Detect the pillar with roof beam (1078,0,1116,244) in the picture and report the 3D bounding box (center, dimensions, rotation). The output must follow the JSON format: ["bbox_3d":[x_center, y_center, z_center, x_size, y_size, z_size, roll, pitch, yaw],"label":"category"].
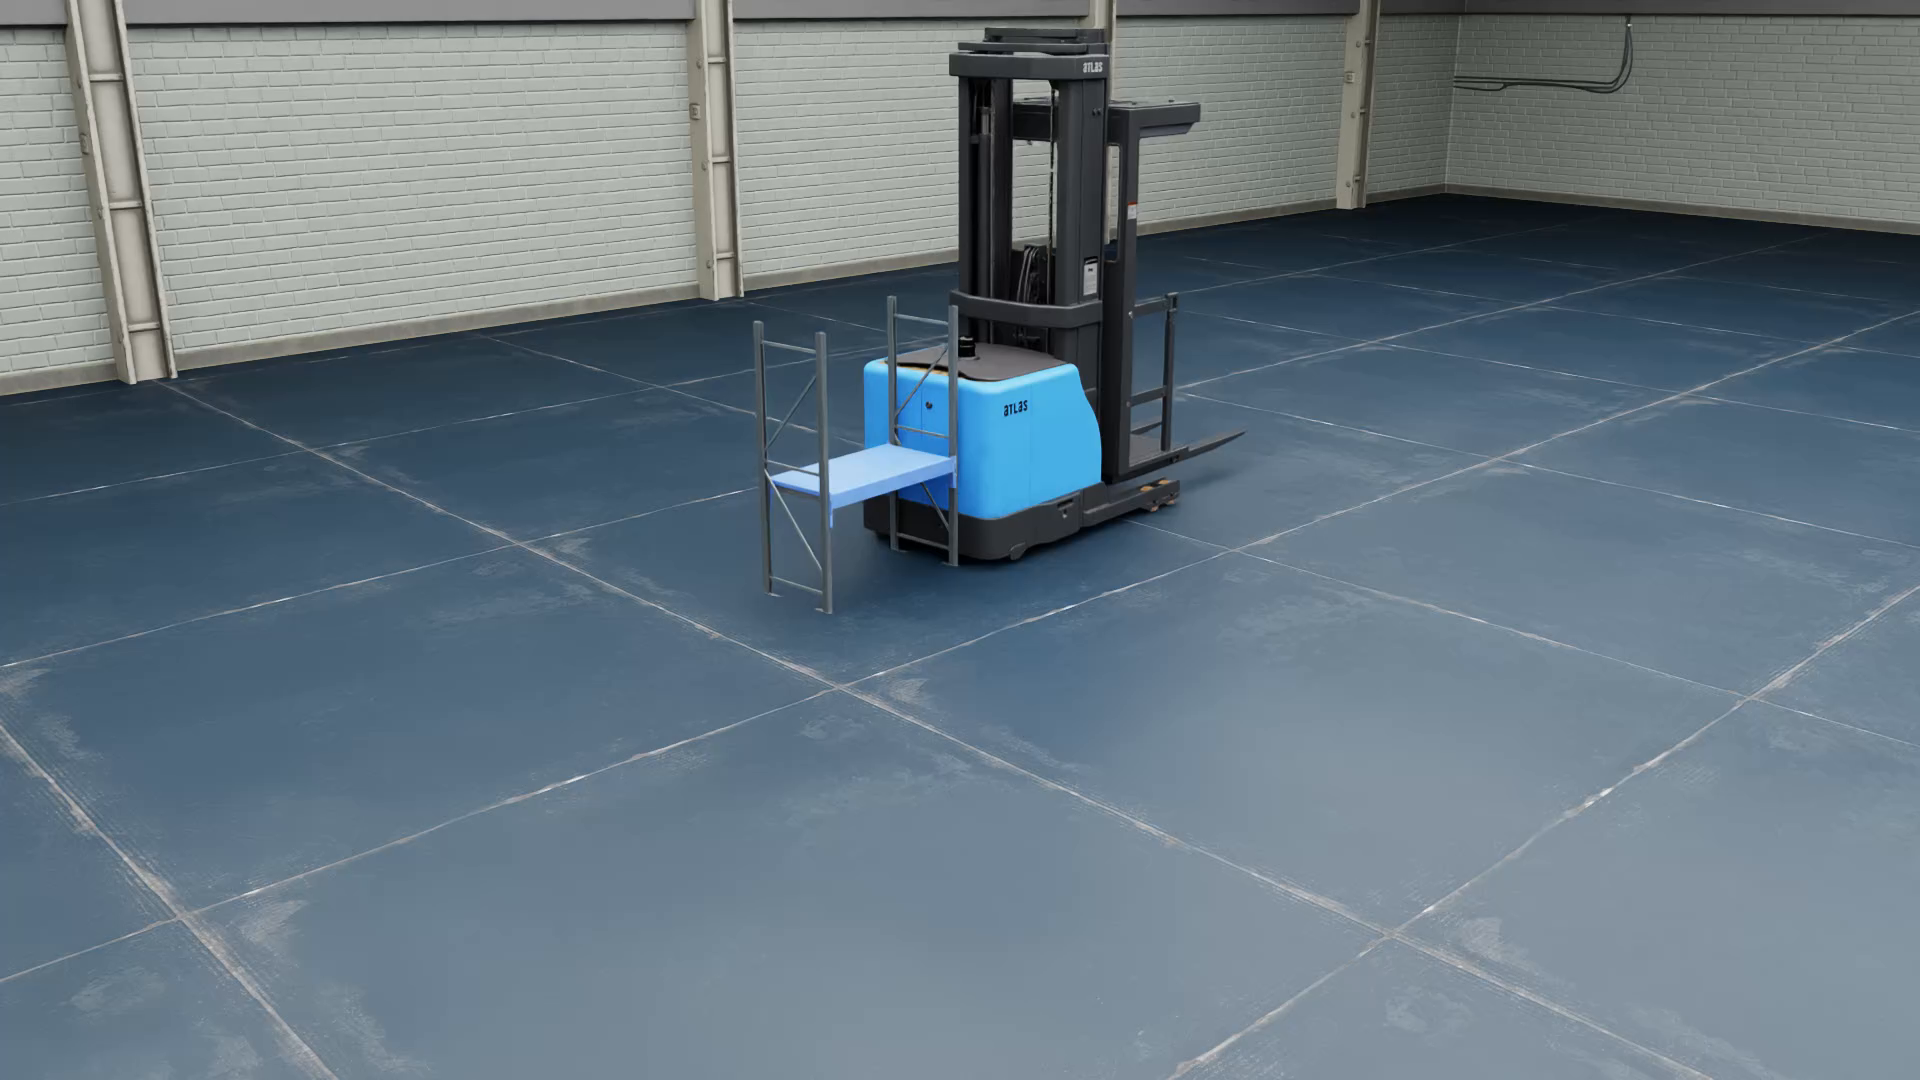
[{"bbox_3d":[4.705,-7.249,17.753,0.400,9.000,9.100,-16,24,-41],"label":"pillar with roof beam"}]

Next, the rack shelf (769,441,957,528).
[{"bbox_3d":[-0.541,-0.317,9.115,0.538,0.185,1.000,15,23,38],"label":"rack shelf"}]

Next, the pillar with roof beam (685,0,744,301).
[{"bbox_3d":[0.346,-5.978,13.832,0.400,9.000,9.100,-16,24,-41],"label":"pillar with roof beam"}]

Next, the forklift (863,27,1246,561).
[{"bbox_3d":[0.760,-1.659,10.350,1.130,2.935,3.031,15,23,38],"label":"forklift"}]

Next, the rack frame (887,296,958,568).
[{"bbox_3d":[-0.211,-0.607,9.427,0.500,1.500,0.032,15,23,38],"label":"rack frame"}]

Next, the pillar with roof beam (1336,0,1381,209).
[{"bbox_3d":[9.065,-8.521,21.675,0.400,9.000,9.100,-16,24,-41],"label":"pillar with roof beam"}]

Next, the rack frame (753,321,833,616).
[{"bbox_3d":[-0.872,-0.369,8.692,0.500,1.500,0.032,15,23,38],"label":"rack frame"}]

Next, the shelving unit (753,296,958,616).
[{"bbox_3d":[-0.541,-0.488,9.059,0.538,1.500,1.048,15,23,38],"label":"shelving unit"}]

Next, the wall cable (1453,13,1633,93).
[{"bbox_3d":[9.156,-8.336,26.140,0.112,2.526,3.097,-16,24,-41],"label":"wall cable"}]

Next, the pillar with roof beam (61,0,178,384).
[{"bbox_3d":[-4.014,-4.707,9.911,0.400,9.000,9.100,-16,24,-41],"label":"pillar with roof beam"}]
